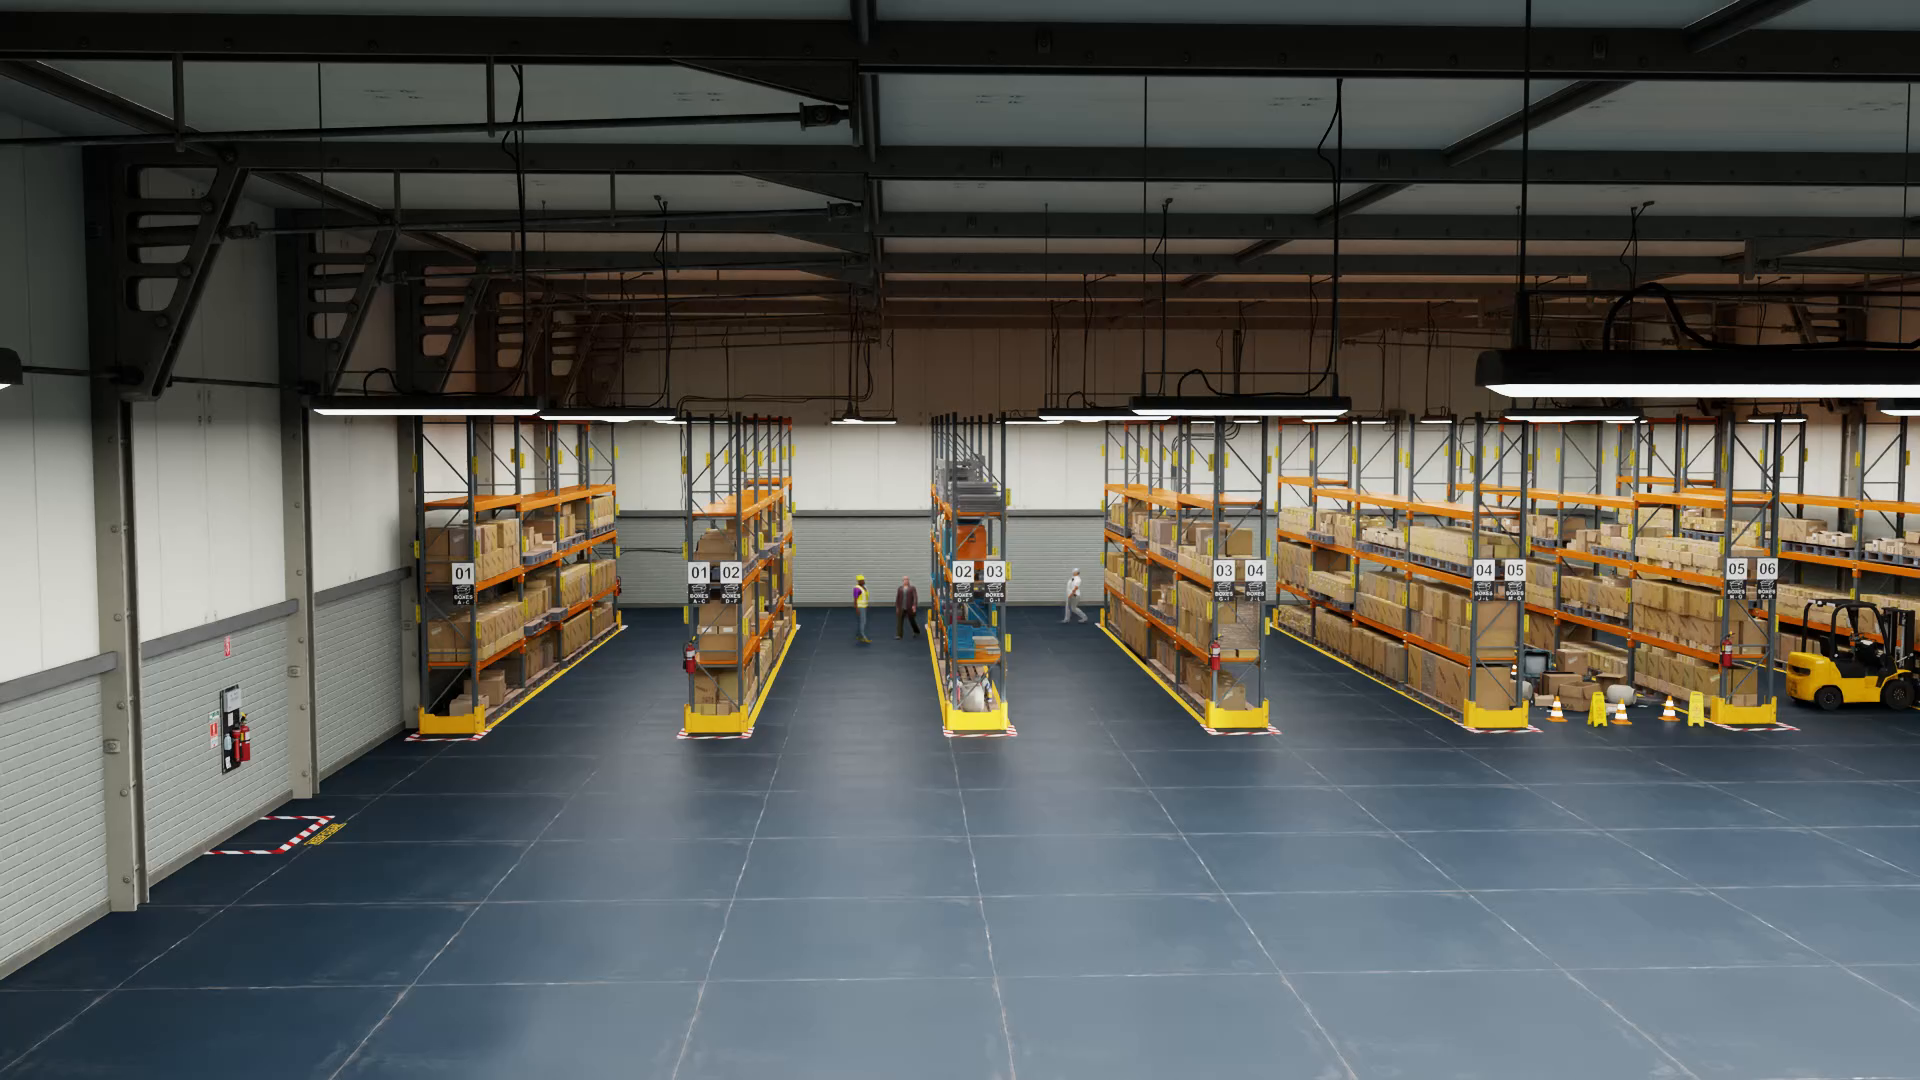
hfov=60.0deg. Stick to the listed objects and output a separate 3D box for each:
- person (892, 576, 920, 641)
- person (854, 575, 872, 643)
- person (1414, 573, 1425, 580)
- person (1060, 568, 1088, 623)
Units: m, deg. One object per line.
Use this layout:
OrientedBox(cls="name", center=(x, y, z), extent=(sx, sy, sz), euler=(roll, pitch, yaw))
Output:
OrientedBox(cls="person", center=(-1.454, 1.826, 44.659), extent=(0.732, 1.727, 1.140), euler=(2, 4, 25))
OrientedBox(cls="person", center=(-2.558, 1.823, 44.429), extent=(0.518, 1.788, 0.615), euler=(1, 4, 14))
OrientedBox(cls="person", center=(13.813, 1.505, 49.826), extent=(0.855, 1.632, 0.479), euler=(0, 4, -7))
OrientedBox(cls="person", center=(3.329, 1.620, 48.351), extent=(0.793, 1.620, 0.491), euler=(0, 4, -5))
